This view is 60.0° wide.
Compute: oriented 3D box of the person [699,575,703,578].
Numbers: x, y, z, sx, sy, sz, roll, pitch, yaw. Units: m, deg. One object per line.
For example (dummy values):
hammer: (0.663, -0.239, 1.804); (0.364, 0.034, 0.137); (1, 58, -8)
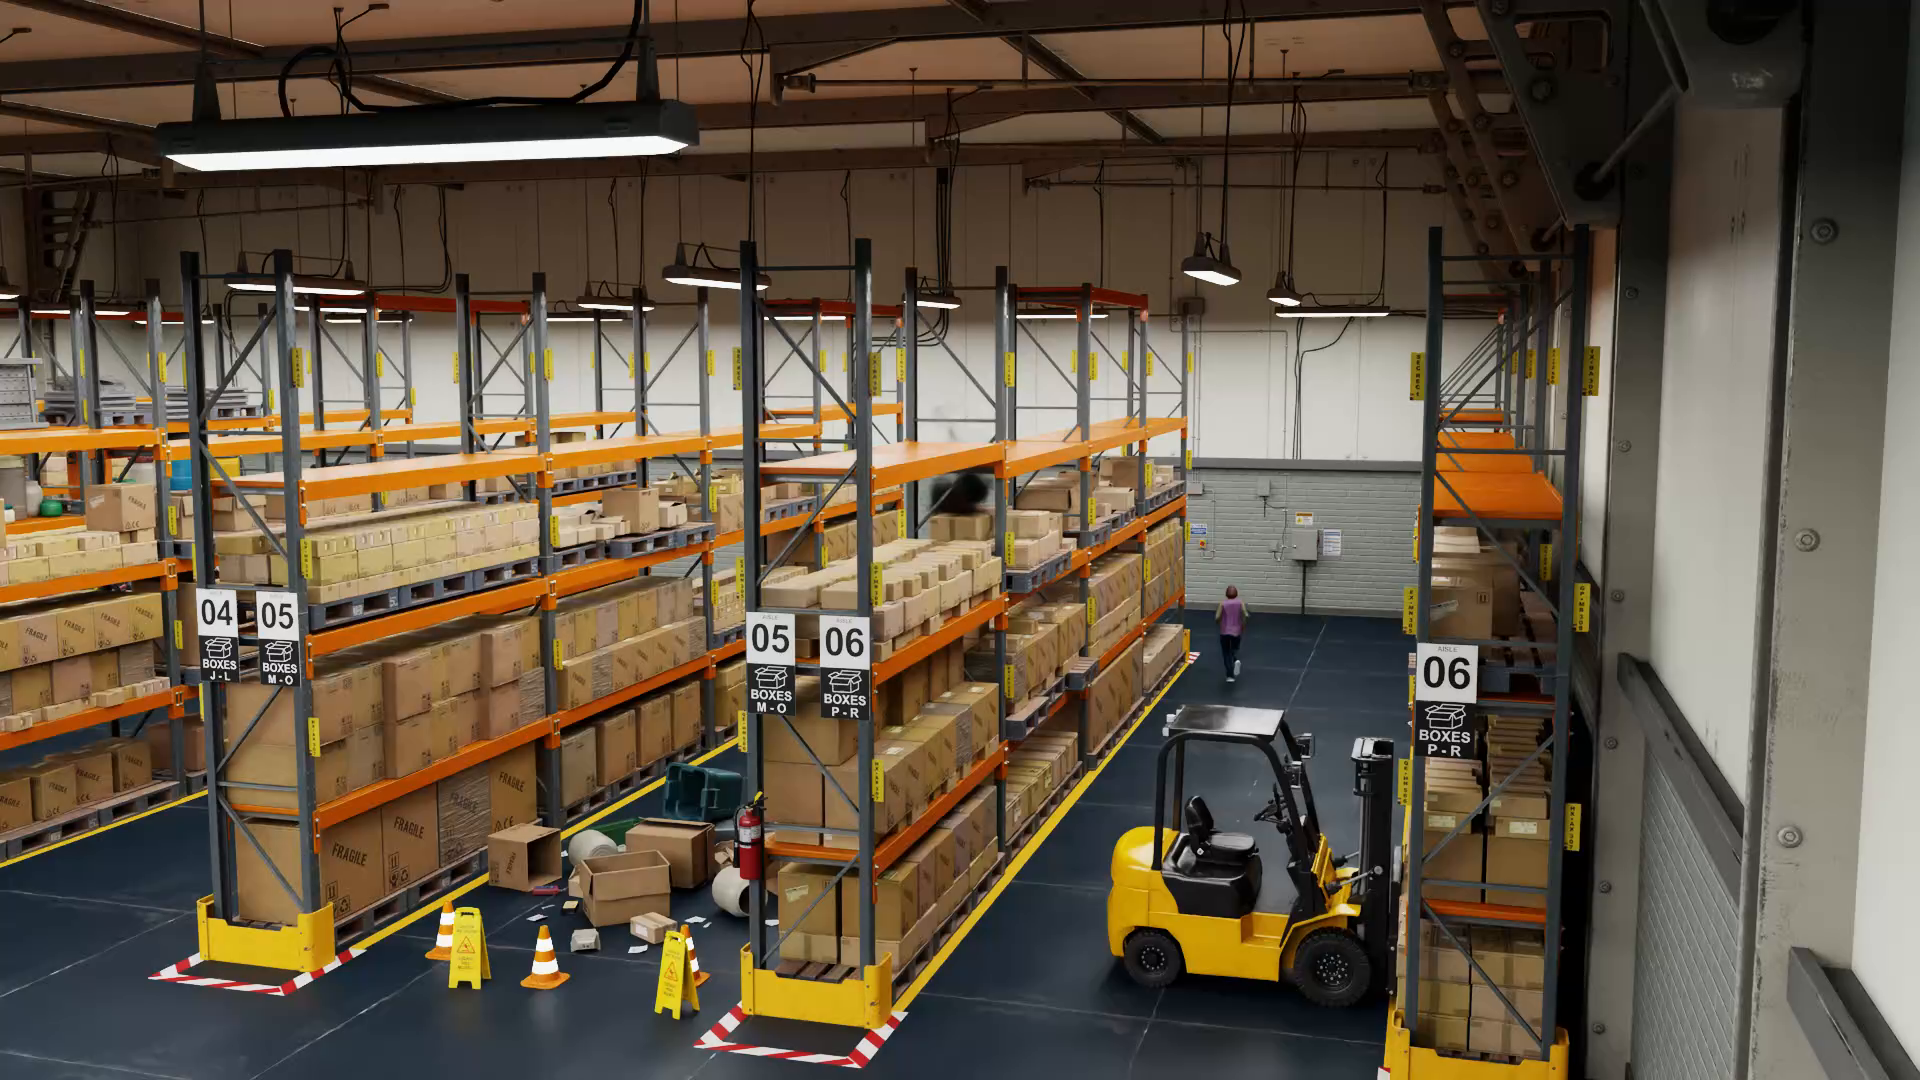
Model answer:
person: (-4.094, 1.368, 26.921); (0.615, 1.639, 0.838); (2, 7, 20)

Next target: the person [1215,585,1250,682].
person: (4.275, 1.474, 26.194); (0.536, 1.555, 0.545); (0, 6, 3)
